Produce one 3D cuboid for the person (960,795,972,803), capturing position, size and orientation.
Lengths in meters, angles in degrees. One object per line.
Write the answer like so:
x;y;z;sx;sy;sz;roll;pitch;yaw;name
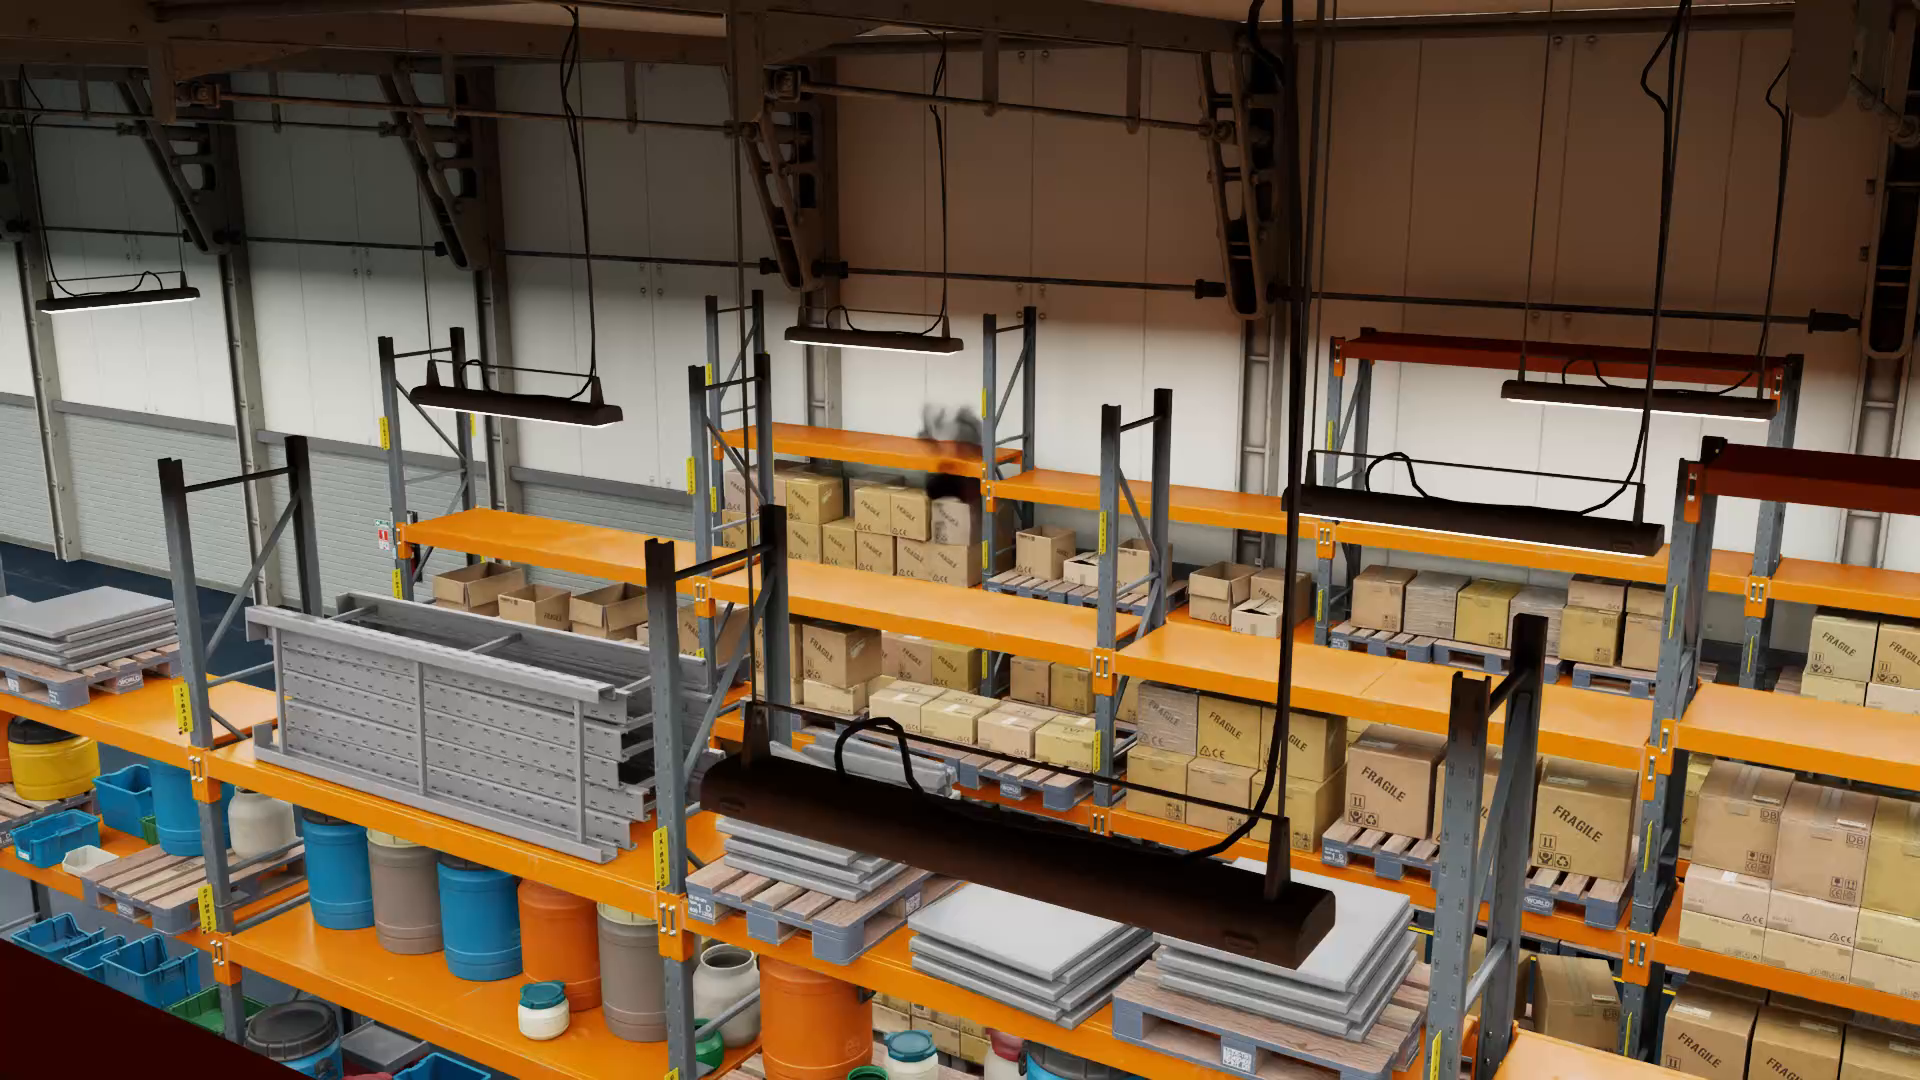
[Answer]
-0.237;3.119;17.085;0.752;1.780;0.624;6;15;22;person
